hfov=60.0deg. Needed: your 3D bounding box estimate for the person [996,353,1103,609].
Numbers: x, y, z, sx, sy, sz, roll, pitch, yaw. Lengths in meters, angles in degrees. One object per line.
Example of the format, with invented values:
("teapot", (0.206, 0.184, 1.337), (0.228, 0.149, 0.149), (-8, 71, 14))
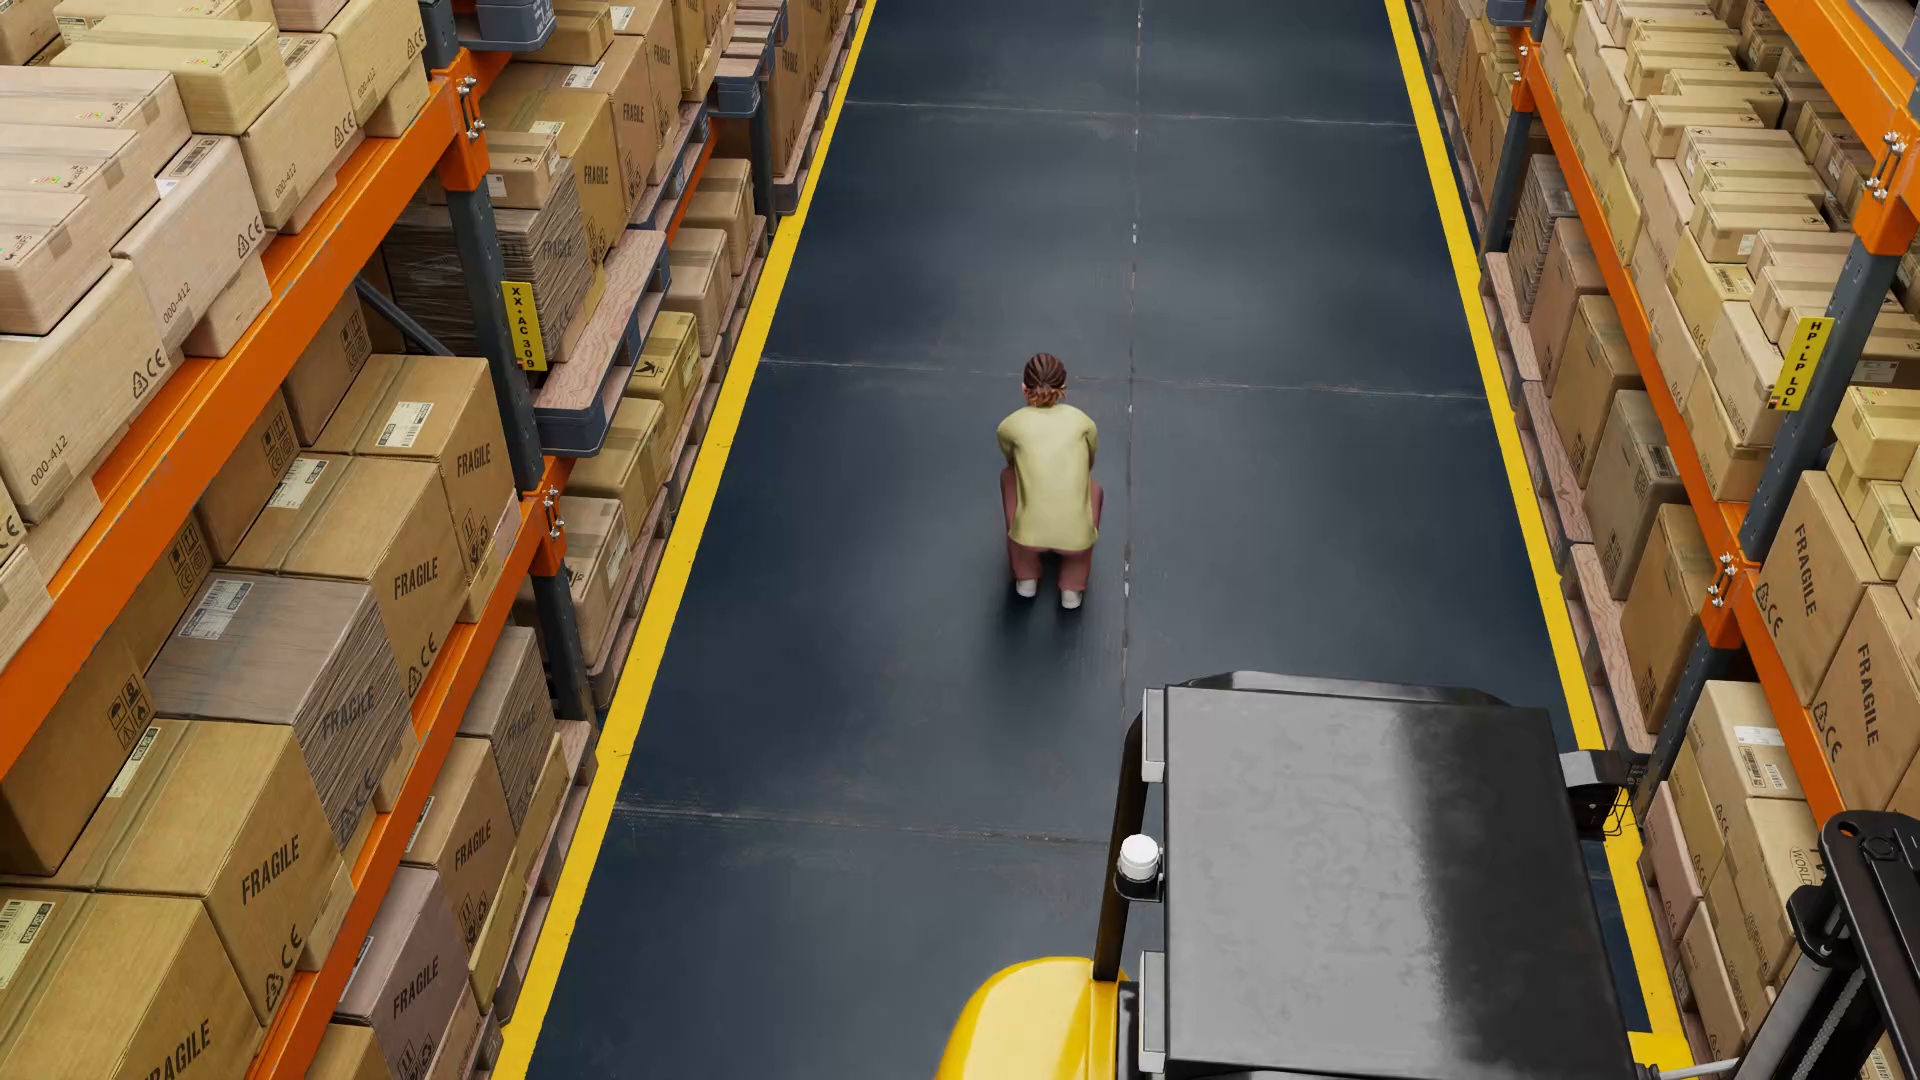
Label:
("person", (0.380, -0.250, 7.031), (0.465, 0.939, 0.817), (2, 40, 3))
